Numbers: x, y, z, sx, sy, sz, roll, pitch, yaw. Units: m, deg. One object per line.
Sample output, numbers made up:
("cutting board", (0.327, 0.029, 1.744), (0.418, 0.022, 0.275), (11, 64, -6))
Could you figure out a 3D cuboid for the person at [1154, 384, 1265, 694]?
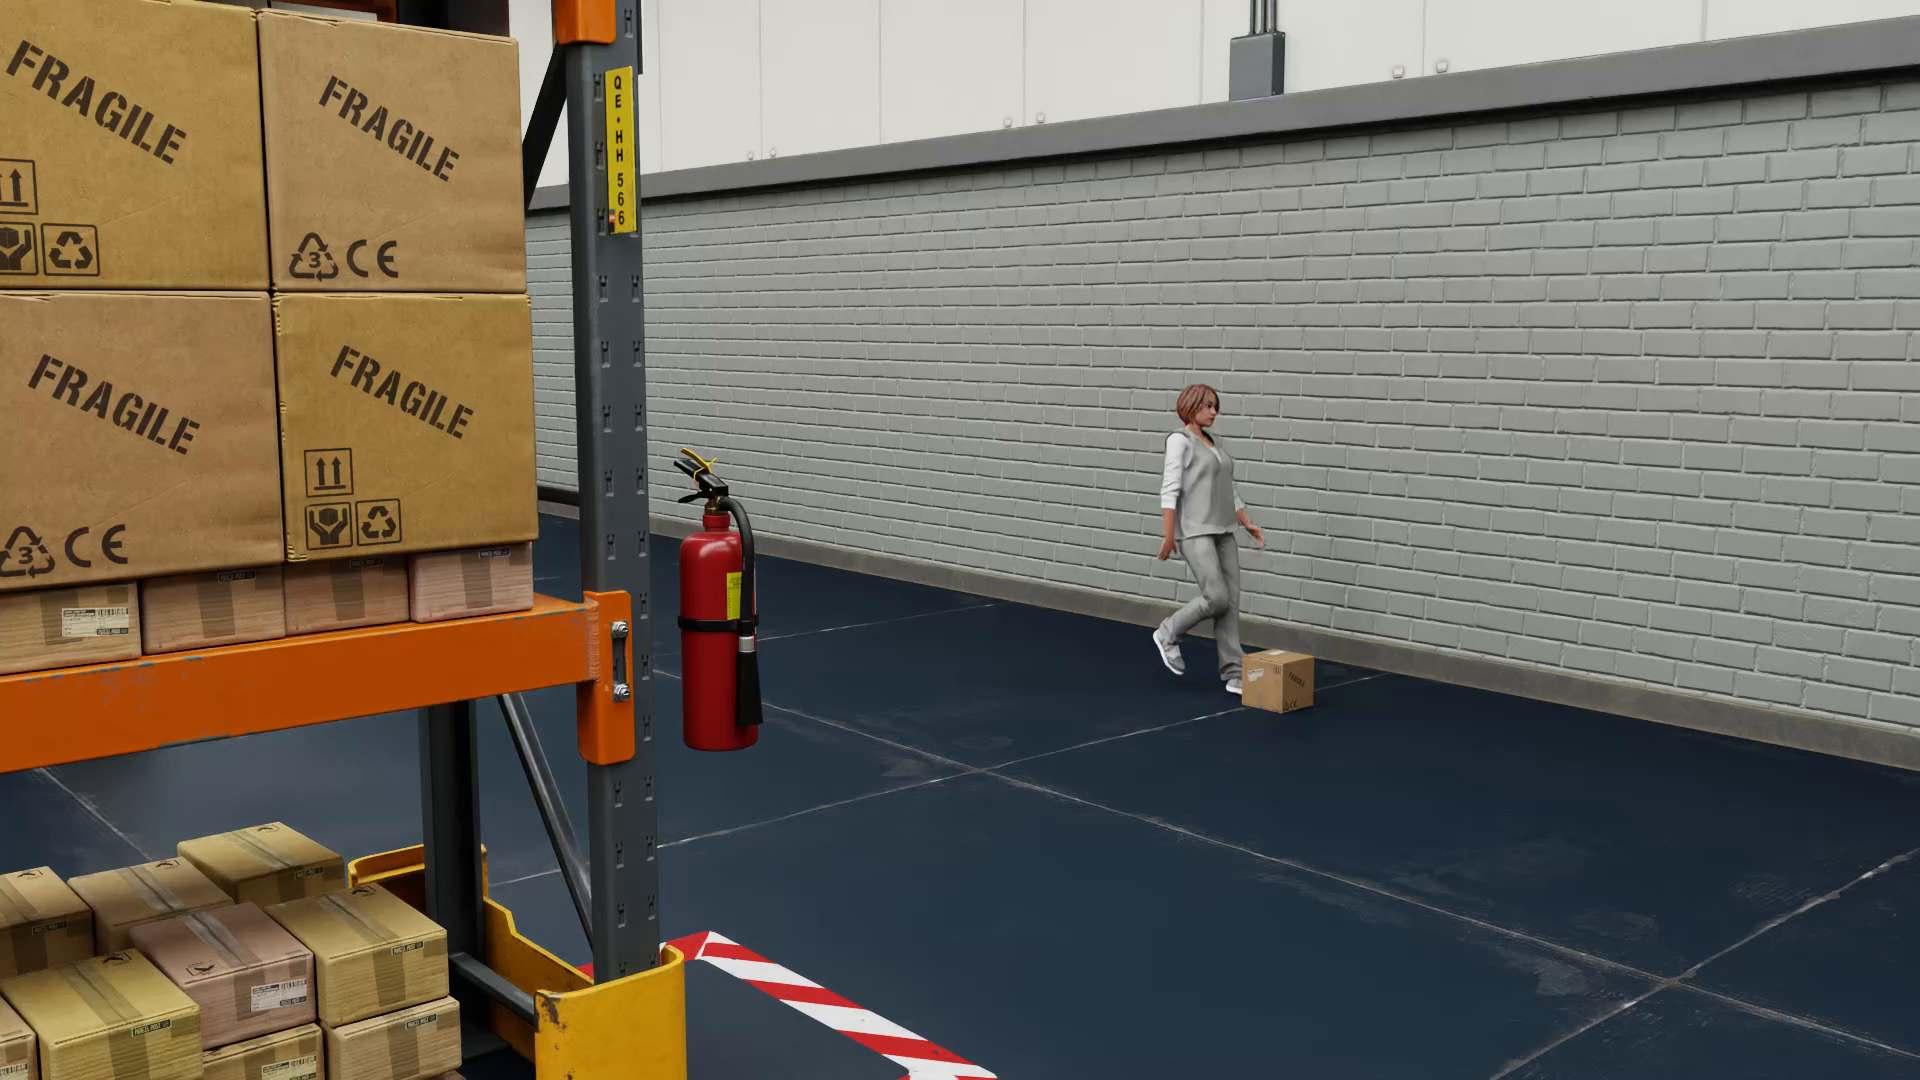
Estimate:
("person", (1.303, -0.004, 8.418), (0.682, 1.557, 0.458), (7, 10, 43))
